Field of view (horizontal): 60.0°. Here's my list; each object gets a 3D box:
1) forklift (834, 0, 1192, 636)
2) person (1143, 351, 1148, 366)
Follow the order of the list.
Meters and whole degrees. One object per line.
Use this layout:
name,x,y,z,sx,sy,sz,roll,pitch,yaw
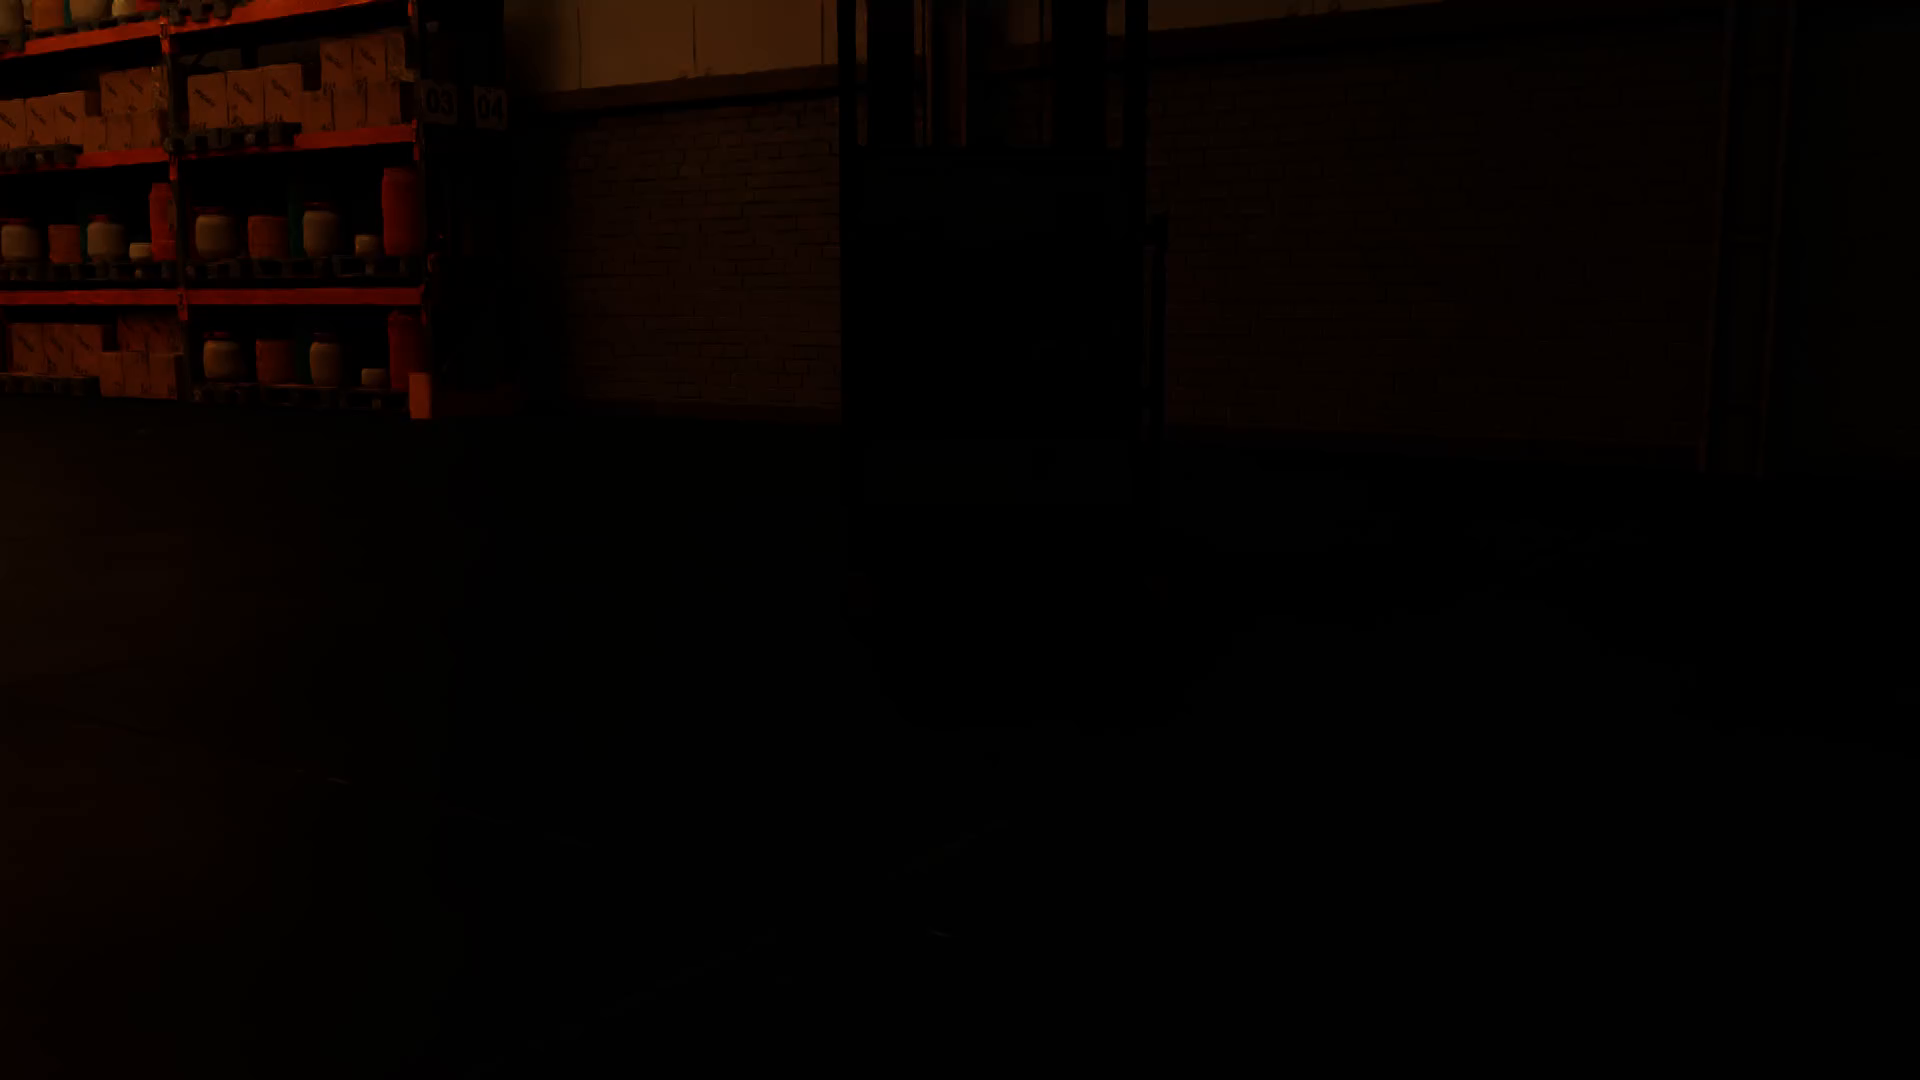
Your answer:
forklift,0.137,-1.204,5.656,1.130,2.935,3.031,-1,8,-5
person,0.455,-0.838,7.964,0.863,1.621,1.036,5,9,30
